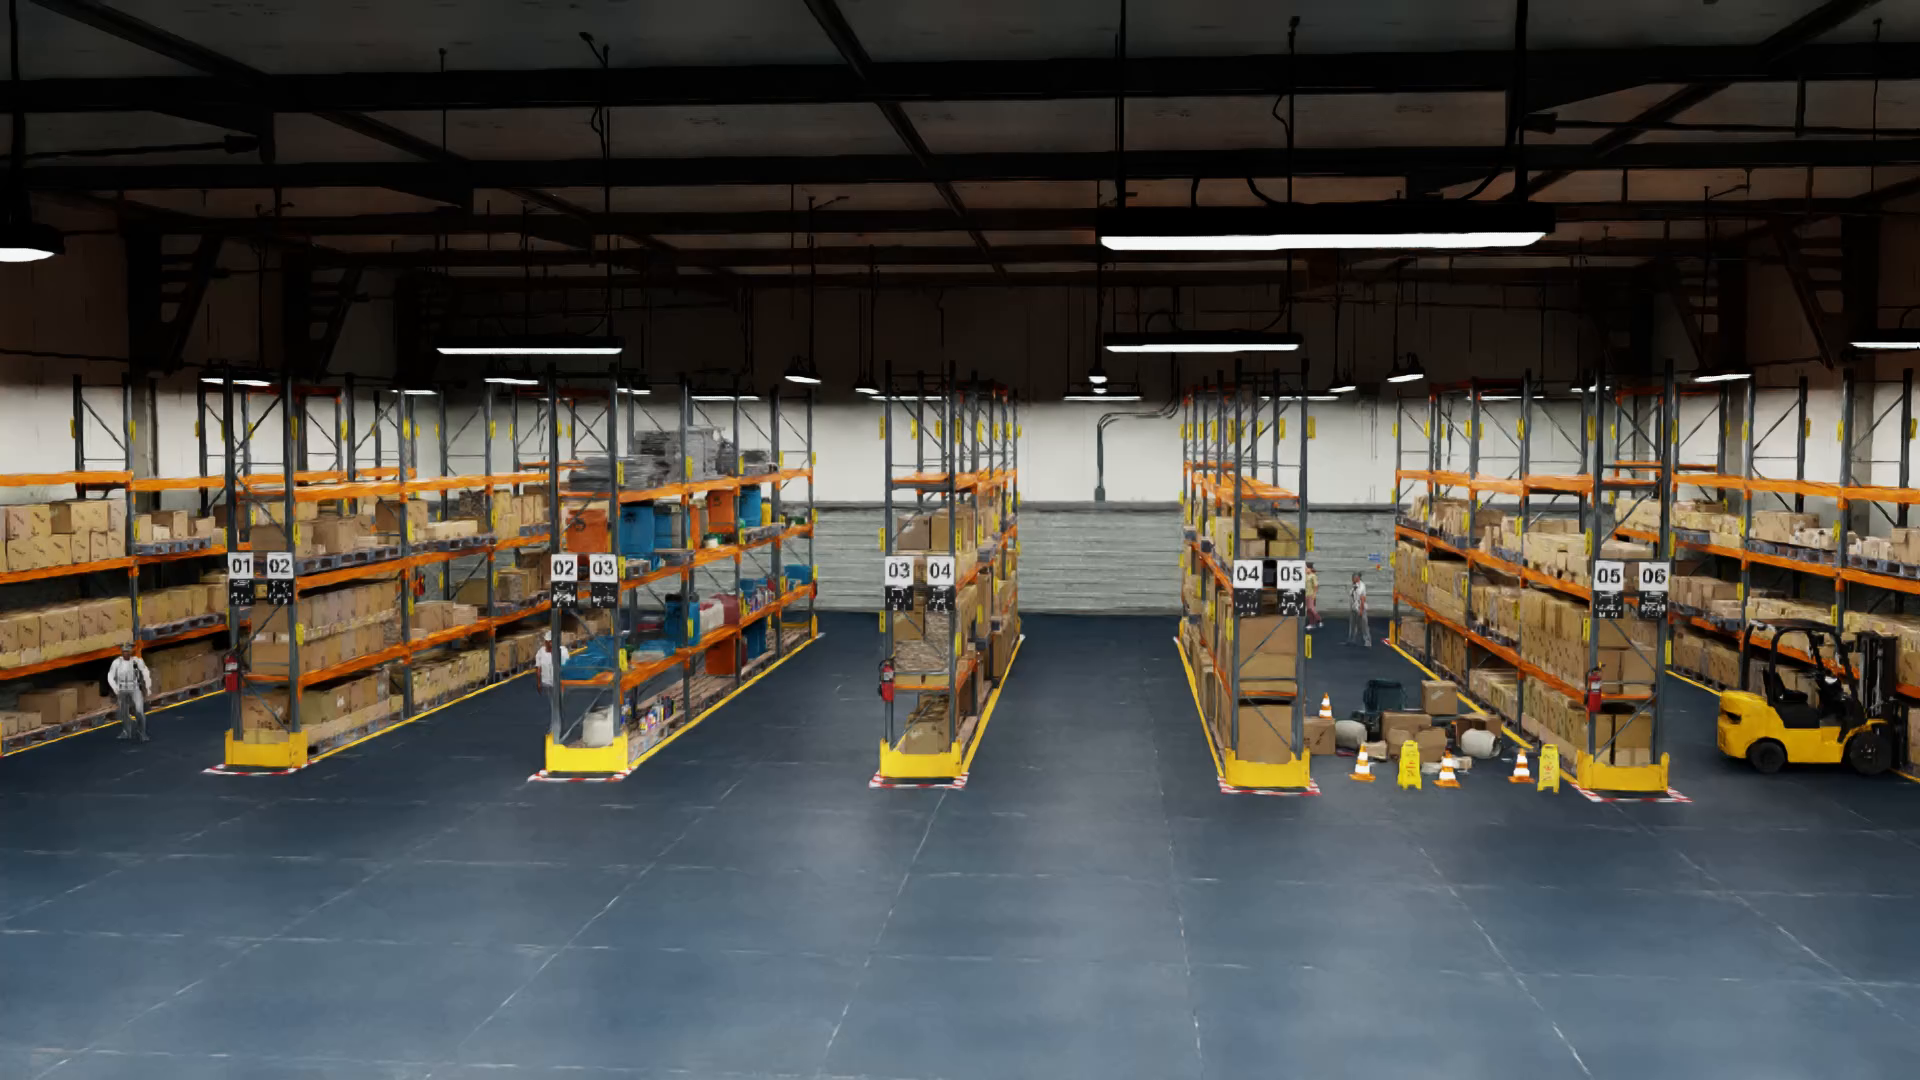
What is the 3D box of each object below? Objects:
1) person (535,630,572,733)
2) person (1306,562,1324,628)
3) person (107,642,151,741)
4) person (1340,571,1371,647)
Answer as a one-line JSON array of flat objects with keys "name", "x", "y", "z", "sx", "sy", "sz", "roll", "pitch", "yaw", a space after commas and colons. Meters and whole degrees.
[{"name": "person", "x": -6.764, "y": 2.334, "z": 27.575, "sx": 0.575, "sy": 1.691, "sz": 1.121, "roll": 1, "pitch": 4, "yaw": 8}, {"name": "person", "x": 8.911, "y": 1.408, "z": 41.978, "sx": 0.448, "sy": 1.647, "sz": 0.609, "roll": -2, "pitch": 4, "yaw": -26}, {"name": "person", "x": -13.371, "y": 2.428, "z": 26.809, "sx": 0.640, "sy": 1.617, "sz": 0.771, "roll": -1, "pitch": 4, "yaw": -15}, {"name": "person", "x": 9.179, "y": 1.592, "z": 38.499, "sx": 0.629, "sy": 1.741, "sz": 0.673, "roll": 0, "pitch": 4, "yaw": -6}]
